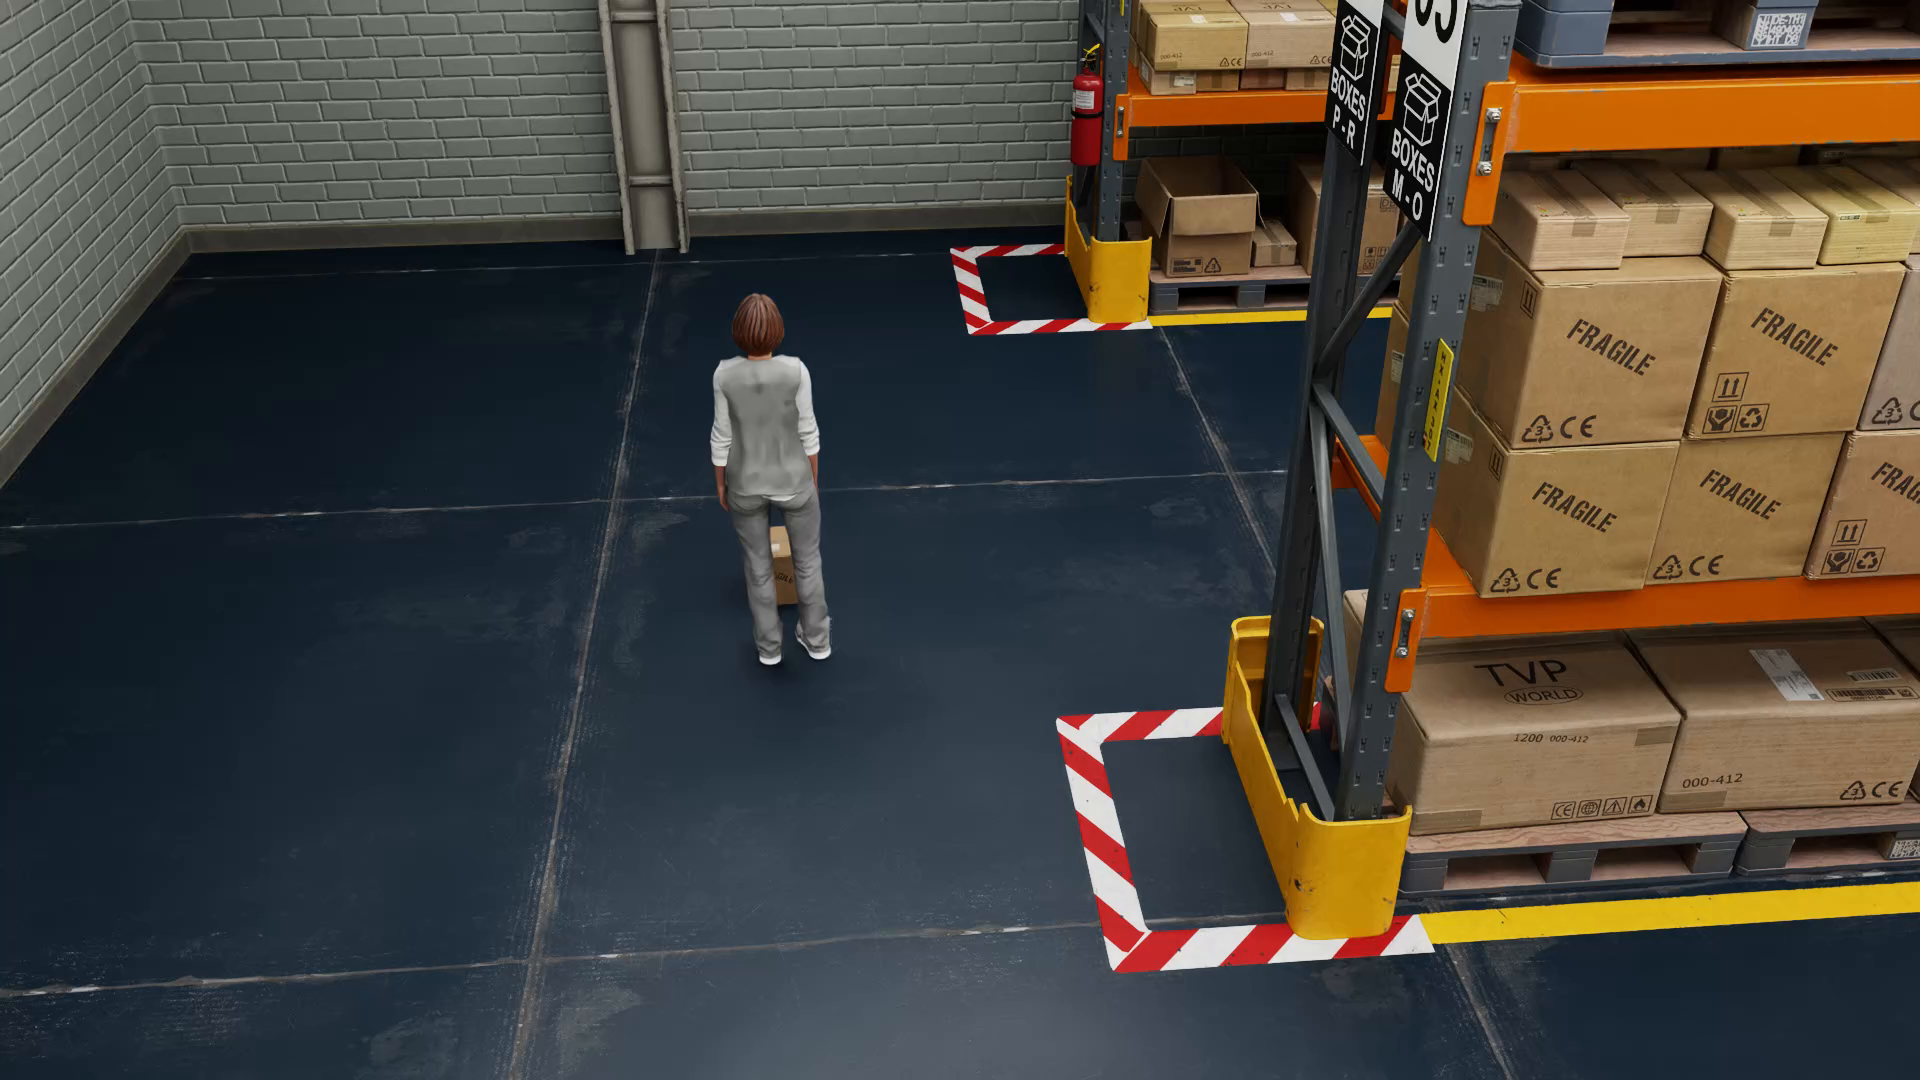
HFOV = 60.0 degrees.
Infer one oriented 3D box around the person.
[{"bbox_3d":[-0.745,-0.218,6.497,0.425,1.603,0.322,-1,32,-2],"label":"person"}]
